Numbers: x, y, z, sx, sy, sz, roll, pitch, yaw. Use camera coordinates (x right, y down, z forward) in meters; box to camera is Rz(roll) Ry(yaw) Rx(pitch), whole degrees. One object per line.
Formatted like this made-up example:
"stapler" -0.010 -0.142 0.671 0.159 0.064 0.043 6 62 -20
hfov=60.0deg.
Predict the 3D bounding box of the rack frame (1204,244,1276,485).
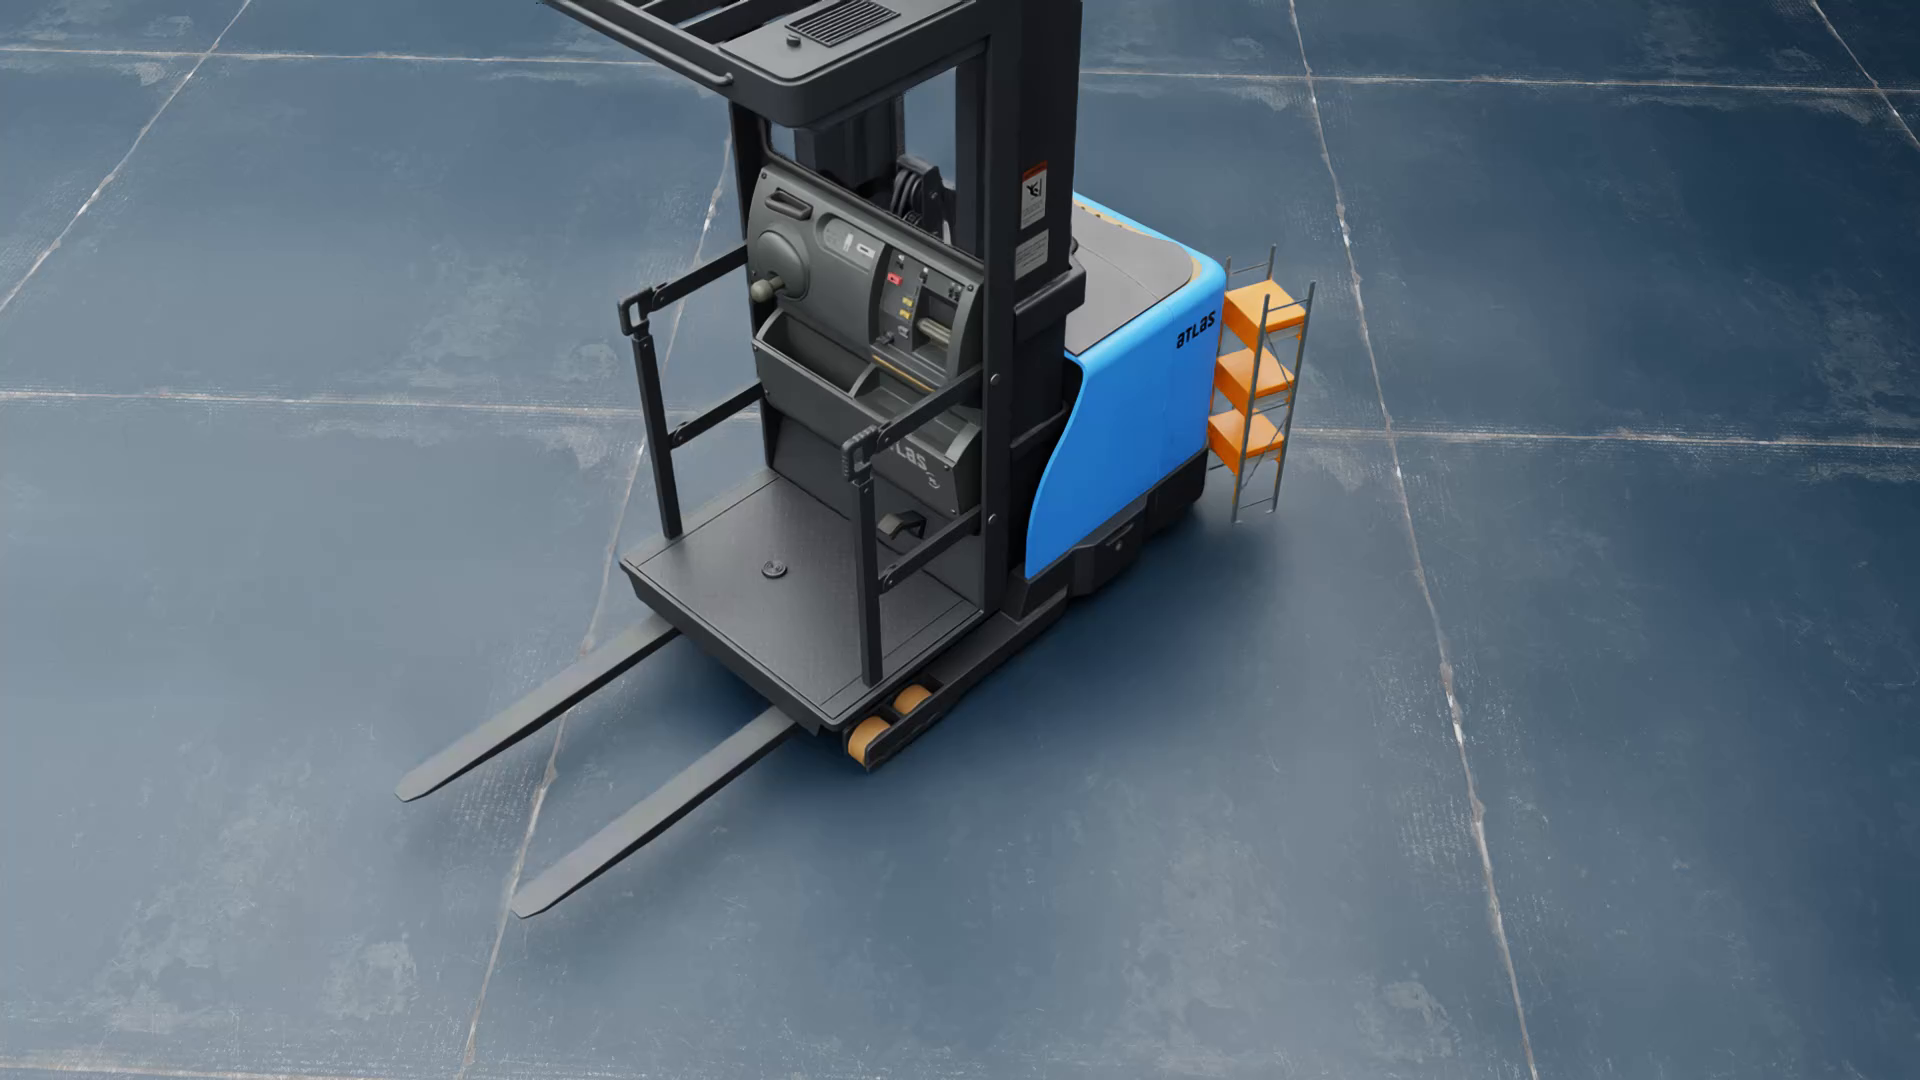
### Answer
"rack frame" 1.014 -0.620 6.145 0.200 1.050 0.008 -18 46 -18

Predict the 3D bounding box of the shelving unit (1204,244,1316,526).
"shelving unit" 1.066 -0.545 6.065 0.215 1.050 0.252 -18 46 -18

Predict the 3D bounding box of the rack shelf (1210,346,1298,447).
"rack shelf" 1.066 -0.537 6.072 0.215 0.259 0.240 -18 46 -18

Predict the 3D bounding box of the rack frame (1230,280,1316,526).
"rack frame" 1.118 -0.470 5.984 0.200 1.050 0.008 -18 46 -18

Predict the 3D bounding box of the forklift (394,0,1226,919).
"forklift" -0.451 -0.727 4.880 1.130 2.935 3.031 33 52 30

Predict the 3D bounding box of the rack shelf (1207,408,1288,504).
"rack shelf" 1.066 -0.334 6.261 0.215 0.259 0.240 -18 46 -18

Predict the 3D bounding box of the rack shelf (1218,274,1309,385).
"rack shelf" 1.066 -0.745 5.878 0.215 0.259 0.240 -18 46 -18
